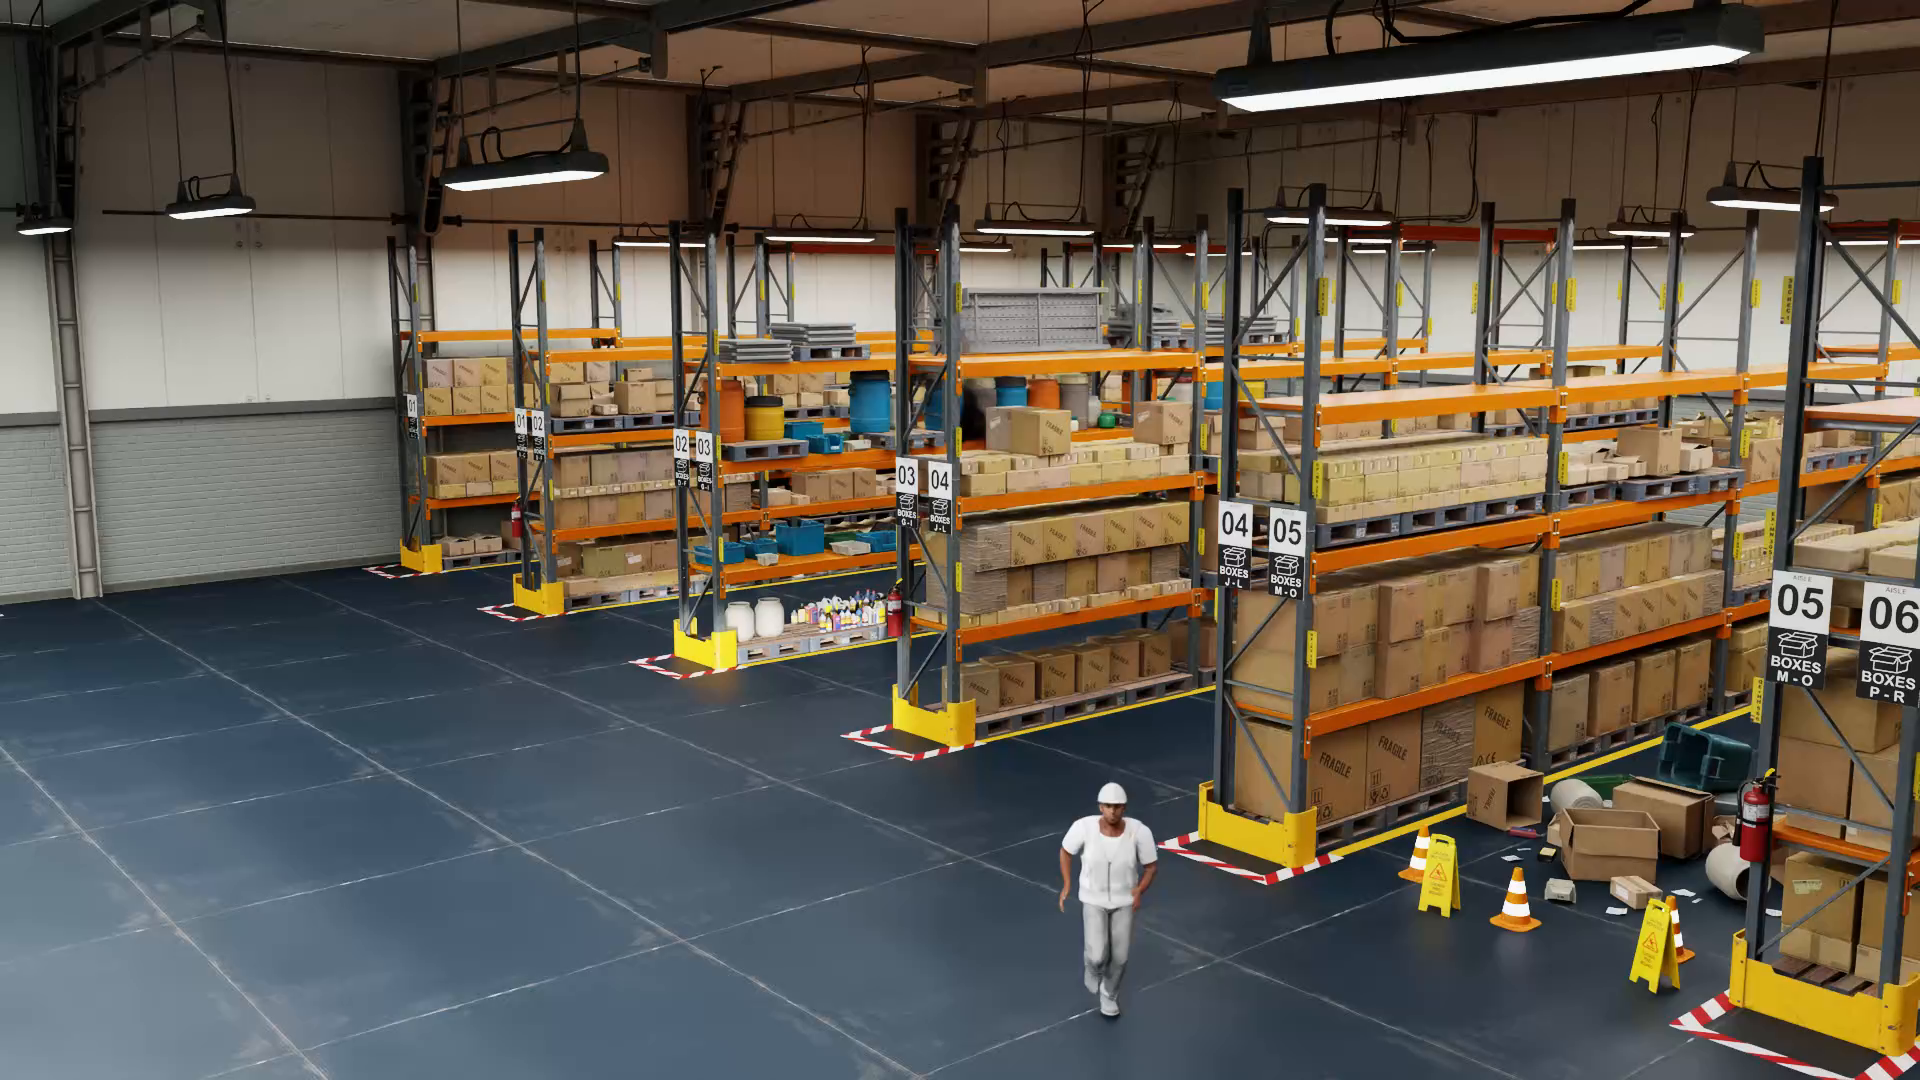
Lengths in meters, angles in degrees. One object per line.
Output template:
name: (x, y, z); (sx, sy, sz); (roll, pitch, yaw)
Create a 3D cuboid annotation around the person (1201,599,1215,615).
person: (3.638, 0.260, 24.431); (0.675, 1.767, 0.659); (-6, 11, -34)

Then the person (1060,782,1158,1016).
person: (1.046, 2.538, 11.708); (0.690, 1.710, 0.621); (0, 9, 3)
